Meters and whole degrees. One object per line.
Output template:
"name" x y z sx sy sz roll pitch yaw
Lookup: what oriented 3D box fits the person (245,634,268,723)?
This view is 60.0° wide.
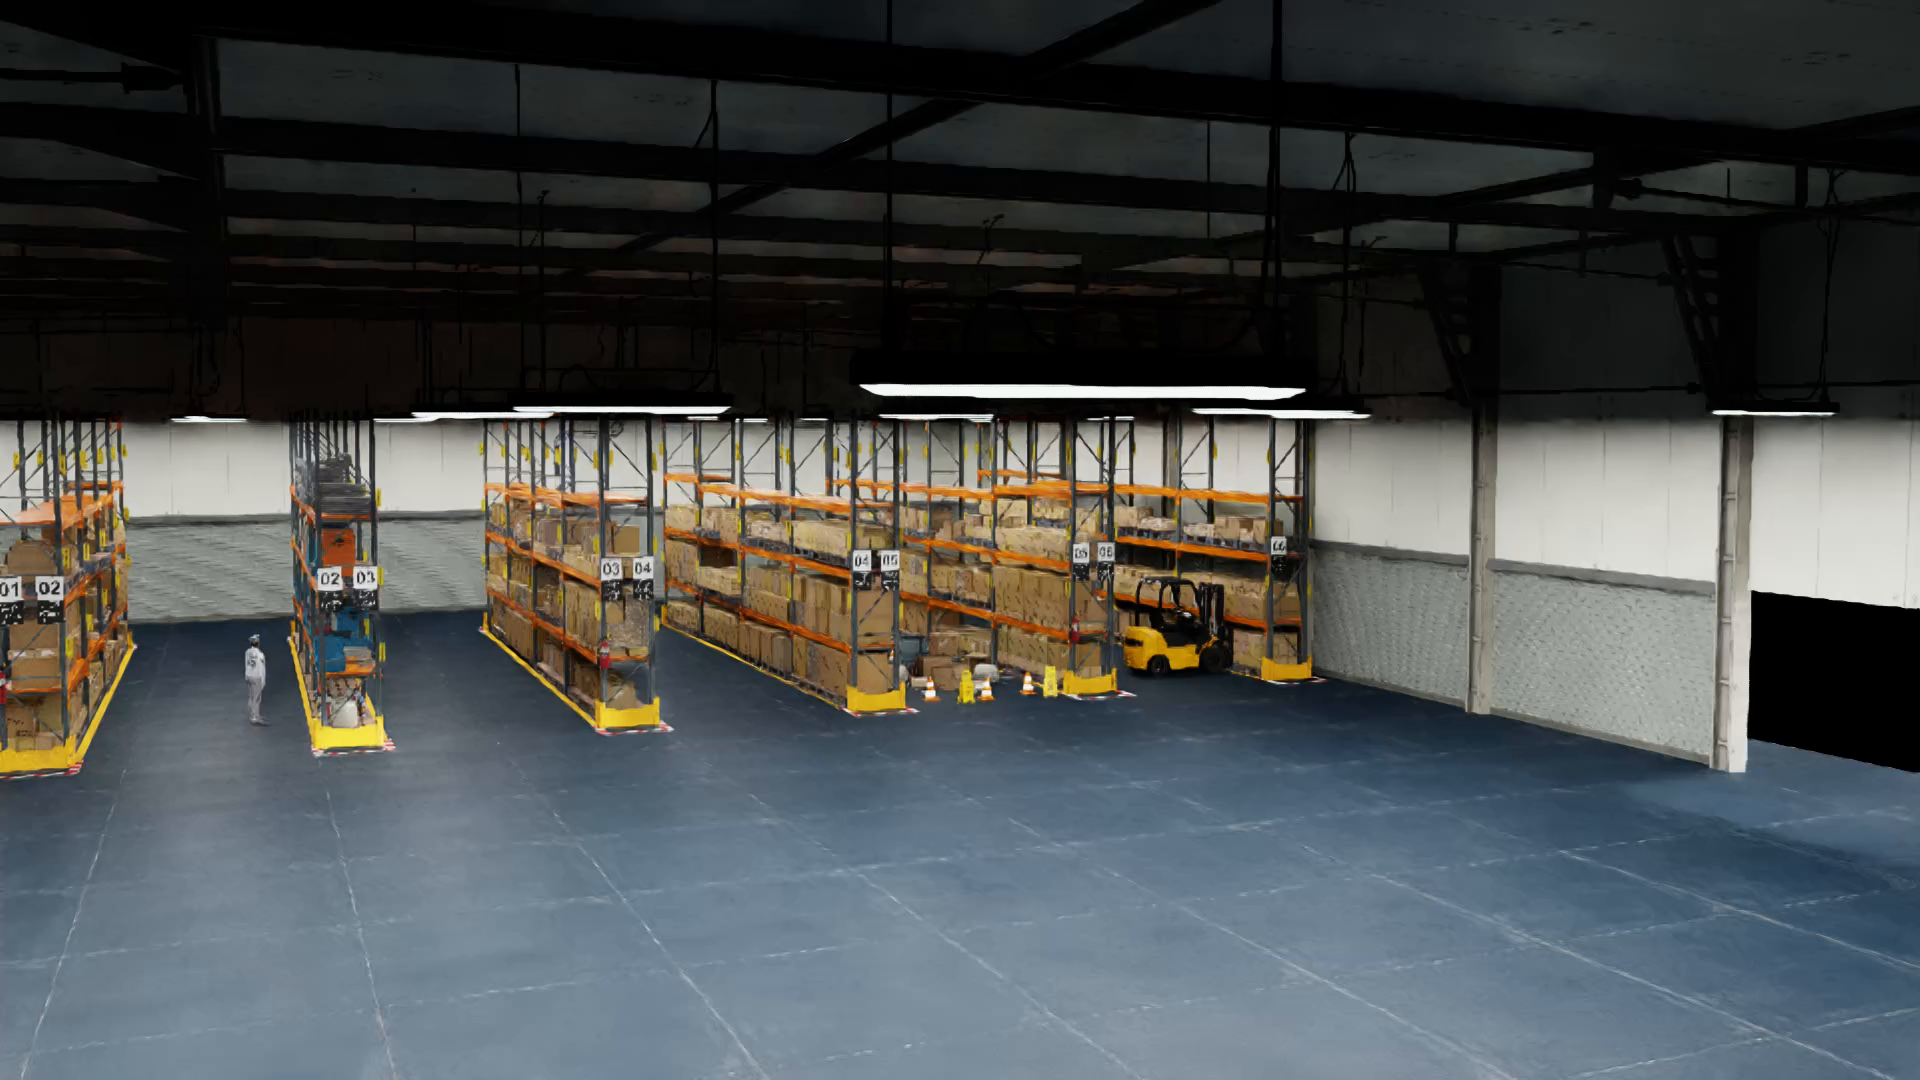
"person" -13.432 2.648 31.788 0.538 1.680 0.408 3 5 35
